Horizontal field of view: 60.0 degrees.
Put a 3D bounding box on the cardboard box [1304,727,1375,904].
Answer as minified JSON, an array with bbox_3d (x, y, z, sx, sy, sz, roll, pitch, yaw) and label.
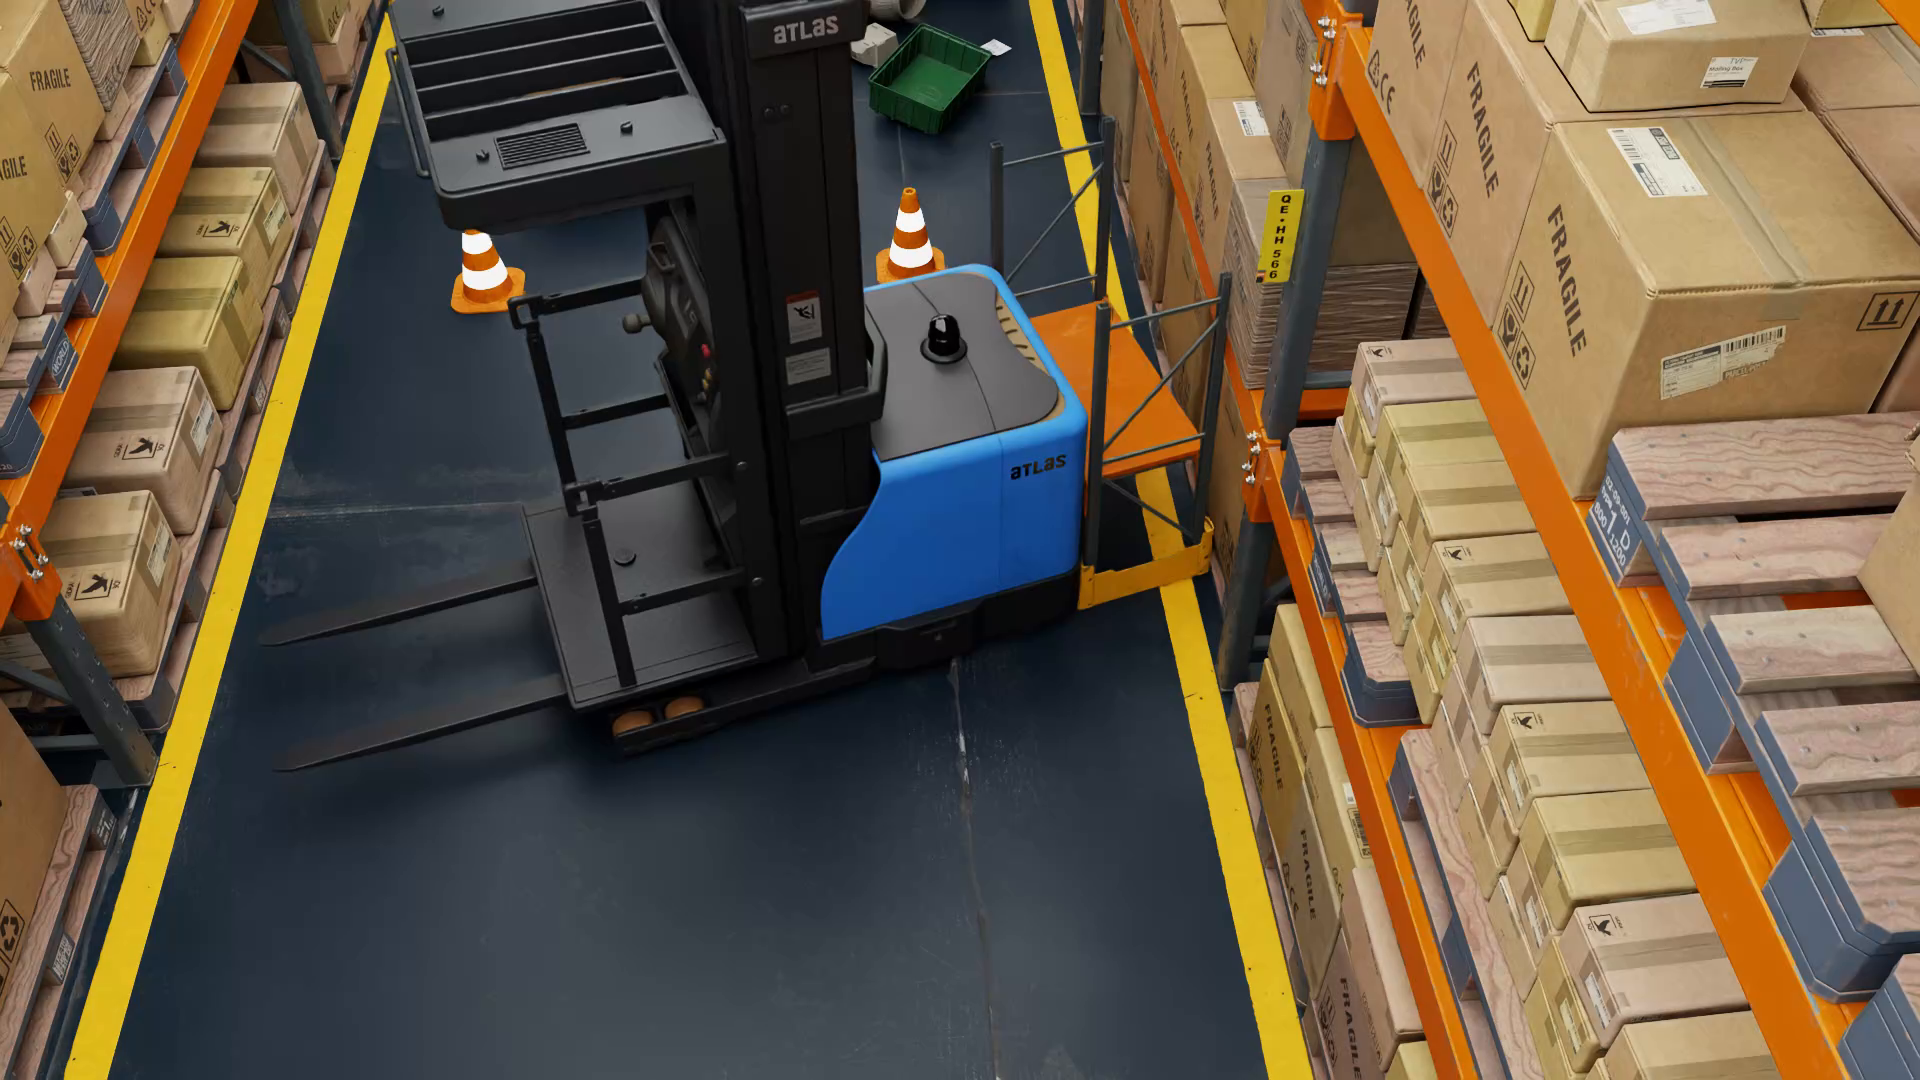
[{"bbox_3d":[1.346,0.815,4.964,0.500,0.250,0.500,-4,47,-4],"label":"cardboard box"}]

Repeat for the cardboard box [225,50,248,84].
[{"bbox_3d":[-4.089,-2.653,8.938,0.500,0.250,0.500,-2,47,-1],"label":"cardboard box"}]

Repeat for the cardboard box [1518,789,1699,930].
[{"bbox_3d":[1.462,0.693,3.639,0.380,0.149,0.250,-4,47,-4],"label":"cardboard box"}]

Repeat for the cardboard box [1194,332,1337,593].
[{"bbox_3d":[1.526,-0.339,6.402,1.050,0.750,0.750,-4,47,-4],"label":"cardboard box"}]

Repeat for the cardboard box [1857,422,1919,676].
[{"bbox_3d":[1.824,0.035,2.362,0.797,0.503,0.637,-4,47,-4],"label":"cardboard box"}]

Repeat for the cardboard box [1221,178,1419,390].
[{"bbox_3d":[1.182,-0.867,5.572,0.500,0.500,0.500,-3,47,-3],"label":"cardboard box"}]

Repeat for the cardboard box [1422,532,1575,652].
[{"bbox_3d":[1.396,0.125,4.177,0.380,0.149,0.250,-5,47,-5],"label":"cardboard box"}]

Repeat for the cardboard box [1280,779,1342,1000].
[{"bbox_3d":[1.338,1.083,5.227,0.500,0.500,0.500,-3,47,-3],"label":"cardboard box"}]

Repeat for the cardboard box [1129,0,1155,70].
[{"bbox_3d":[1.010,-2.327,6.956,0.500,0.500,0.500,-4,47,-4],"label":"cardboard box"}]

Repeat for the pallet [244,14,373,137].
[{"bbox_3d":[-3.863,-2.568,9.173,1.003,0.211,1.213,-3,47,-3],"label":"pallet"}]

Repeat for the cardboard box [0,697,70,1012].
[{"bbox_3d":[-3.462,0.942,5.102,0.875,0.875,0.875,-4,47,-4],"label":"cardboard box"}]

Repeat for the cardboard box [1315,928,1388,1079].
[{"bbox_3d":[1.385,1.454,4.875,0.500,0.500,0.500,-5,47,-4],"label":"cardboard box"}]

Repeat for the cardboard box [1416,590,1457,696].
[{"bbox_3d":[1.399,0.251,4.262,0.380,0.149,0.250,-3,47,-3],"label":"cardboard box"}]

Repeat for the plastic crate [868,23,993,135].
[{"bbox_3d":[-0.168,-2.516,9.100,0.450,0.188,0.662,25,51,9],"label":"plastic crate"}]

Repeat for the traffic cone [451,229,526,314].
[{"bbox_3d":[-2.273,-1.358,7.854,0.336,0.463,0.334,-3,47,-3],"label":"traffic cone"}]

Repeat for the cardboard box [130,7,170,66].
[{"bbox_3d":[-3.383,-2.006,6.604,0.380,0.149,0.250,-4,47,-3],"label":"cardboard box"}]

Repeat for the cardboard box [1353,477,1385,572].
[{"bbox_3d":[1.346,-0.050,4.752,0.380,0.149,0.250,-1,47,-1],"label":"cardboard box"}]

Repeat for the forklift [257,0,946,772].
[{"bbox_3d":[-1.224,-1.209,6.013,3.336,2.935,2.622,-15,48,-14],"label":"forklift"}]

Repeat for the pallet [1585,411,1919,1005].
[{"bbox_3d":[1.787,0.201,2.693,1.213,0.211,1.003,-3,47,-3],"label":"pallet"}]

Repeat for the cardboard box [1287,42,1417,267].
[{"bbox_3d":[1.459,-1.226,5.224,0.700,0.500,0.500,-4,47,-4],"label":"cardboard box"}]

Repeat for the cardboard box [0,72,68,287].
[{"bbox_3d":[-3.295,-1.146,5.343,0.500,0.500,0.500,-1,47,-1],"label":"cardboard box"}]

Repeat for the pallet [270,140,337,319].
[{"bbox_3d":[-3.705,-1.521,8.181,1.003,0.211,1.213,-3,47,-3],"label":"pallet"}]

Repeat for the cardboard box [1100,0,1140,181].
[{"bbox_3d":[1.294,-2.344,8.301,1.050,0.750,0.750,-4,47,-3],"label":"cardboard box"}]

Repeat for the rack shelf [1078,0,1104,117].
[{"bbox_3d":[8.748,-2.408,7.101,15.905,3.000,4.168,-3,47,-3],"label":"rack shelf"}]

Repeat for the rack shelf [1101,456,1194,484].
[{"bbox_3d":[0.543,-0.583,6.590,0.416,0.036,0.922,-16,49,-12],"label":"rack shelf"}]

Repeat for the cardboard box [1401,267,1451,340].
[{"bbox_3d":[1.719,-0.898,5.602,0.500,0.500,0.500,-3,47,-3],"label":"cardboard box"}]

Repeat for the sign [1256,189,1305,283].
[{"bbox_3d":[0.934,-0.885,4.861,0.100,0.325,0.005,-3,47,-3],"label":"sign"}]

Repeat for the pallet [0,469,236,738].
[{"bbox_3d":[-3.501,0.245,6.509,1.003,0.211,1.213,-3,47,-3],"label":"pallet"}]

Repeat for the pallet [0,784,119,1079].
[{"bbox_3d":[-3.446,1.385,5.429,1.003,0.211,1.213,-3,47,-3],"label":"pallet"}]

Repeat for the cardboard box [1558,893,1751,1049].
[{"bbox_3d":[1.486,0.887,3.454,0.380,0.149,0.250,-5,47,-5],"label":"cardboard box"}]

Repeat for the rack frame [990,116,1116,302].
[{"bbox_3d":[0.368,-1.028,6.813,0.500,1.500,0.032,-16,49,-12],"label":"rack frame"}]

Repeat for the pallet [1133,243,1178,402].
[{"bbox_3d":[1.397,-1.019,7.706,1.003,0.211,1.213,-3,47,-3],"label":"pallet"}]

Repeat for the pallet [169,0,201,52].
[{"bbox_3d":[-3.853,-2.415,7.240,1.003,0.211,1.213,-3,47,-3],"label":"pallet"}]

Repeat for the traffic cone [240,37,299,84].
[{"bbox_3d":[-2.661,-2.436,7.260,3.046,2.808,1.723,-3,47,-3],"label":"traffic cone"}]

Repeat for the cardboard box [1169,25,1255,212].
[{"bbox_3d":[1.100,-1.589,6.257,0.500,0.500,0.500,-4,47,-4],"label":"cardboard box"}]

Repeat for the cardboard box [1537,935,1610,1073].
[{"bbox_3d":[1.478,0.982,3.570,0.380,0.149,0.250,-3,47,-3],"label":"cardboard box"}]

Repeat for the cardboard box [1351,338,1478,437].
[{"bbox_3d":[1.333,-0.436,4.707,0.380,0.149,0.250,-3,47,-3],"label":"cardboard box"}]

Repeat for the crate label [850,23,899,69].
[{"bbox_3d":[-0.500,-2.819,9.462,0.298,0.136,0.250,-36,56,-29],"label":"crate label"}]

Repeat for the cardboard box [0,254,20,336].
[{"bbox_3d":[-3.244,-0.769,4.986,0.500,0.500,0.500,-5,47,-4],"label":"cardboard box"}]

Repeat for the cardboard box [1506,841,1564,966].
[{"bbox_3d":[1.463,0.806,3.736,0.380,0.149,0.250,-2,47,-2],"label":"cardboard box"}]

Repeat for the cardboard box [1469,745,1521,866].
[{"bbox_3d":[1.437,0.611,3.921,0.380,0.149,0.250,-4,47,-4],"label":"cardboard box"}]

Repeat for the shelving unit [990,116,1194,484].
[{"bbox_3d":[0.529,-0.702,6.505,0.500,1.500,0.985,-16,49,-12],"label":"shelving unit"}]

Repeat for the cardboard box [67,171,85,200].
[{"bbox_3d":[-3.347,-1.230,5.870,0.380,0.149,0.250,-1,47,-1],"label":"cardboard box"}]

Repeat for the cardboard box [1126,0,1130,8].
[{"bbox_3d":[0.971,-2.689,7.298,0.500,0.500,0.500,-3,47,-3],"label":"cardboard box"}]

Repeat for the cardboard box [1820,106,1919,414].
[{"bbox_3d":[1.881,-0.468,3.129,0.500,0.500,0.500,-3,47,-3],"label":"cardboard box"}]

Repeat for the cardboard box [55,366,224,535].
[{"bbox_3d":[-3.544,-0.332,6.656,0.950,0.372,0.625,-4,47,-4],"label":"cardboard box"}]

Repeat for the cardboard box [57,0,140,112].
[{"bbox_3d":[-3.380,-1.892,6.049,0.500,0.500,0.500,-5,47,-5],"label":"cardboard box"}]

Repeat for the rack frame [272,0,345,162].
[{"bbox_3d":[-3.772,-3.043,7.702,1.000,3.000,0.127,-3,47,-3],"label":"rack frame"}]

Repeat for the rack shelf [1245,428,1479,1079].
[{"bbox_3d":[1.655,1.172,4.206,1.077,0.370,4.000,-3,47,-3],"label":"rack shelf"}]

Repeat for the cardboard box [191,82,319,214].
[{"bbox_3d":[-3.726,-1.904,8.145,0.950,0.372,0.625,-3,47,-3],"label":"cardboard box"}]

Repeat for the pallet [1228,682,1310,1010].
[{"bbox_3d":[1.551,1.002,5.792,1.003,0.211,1.213,-3,47,-3],"label":"pallet"}]
